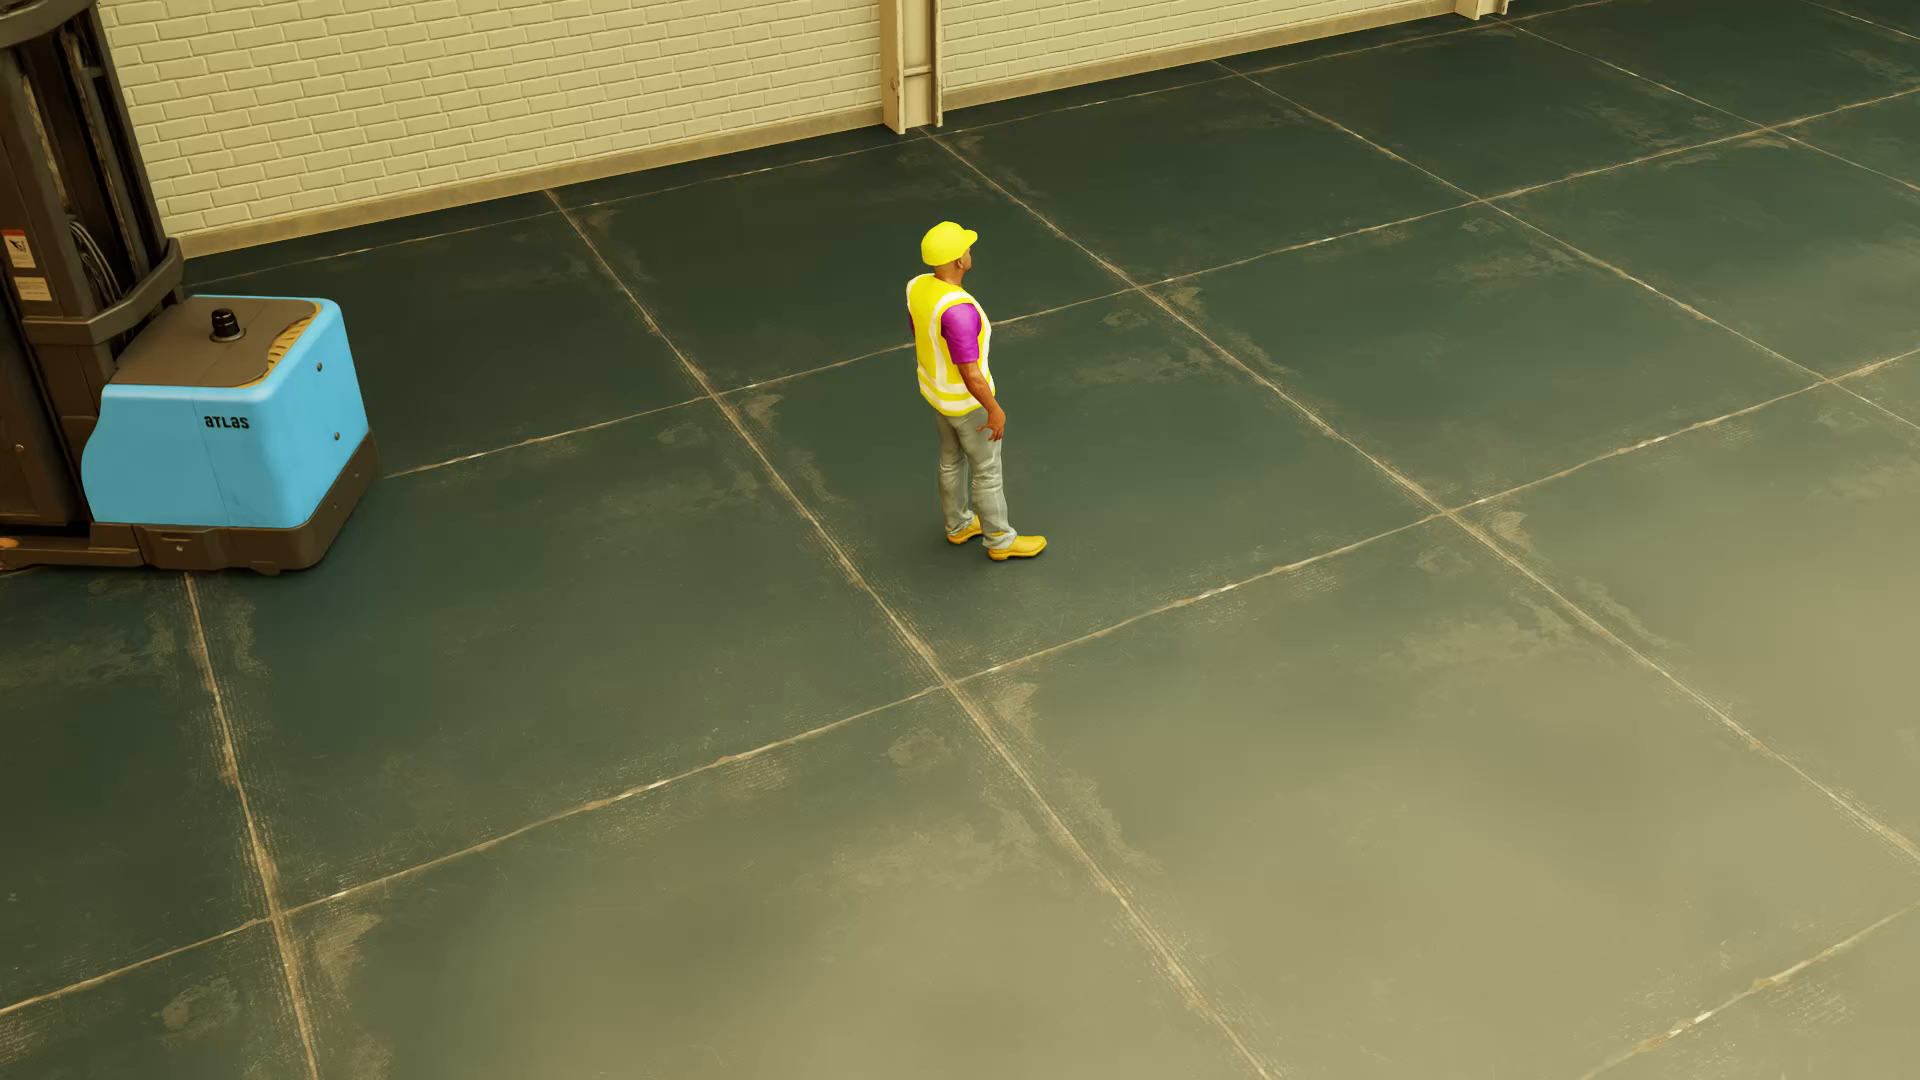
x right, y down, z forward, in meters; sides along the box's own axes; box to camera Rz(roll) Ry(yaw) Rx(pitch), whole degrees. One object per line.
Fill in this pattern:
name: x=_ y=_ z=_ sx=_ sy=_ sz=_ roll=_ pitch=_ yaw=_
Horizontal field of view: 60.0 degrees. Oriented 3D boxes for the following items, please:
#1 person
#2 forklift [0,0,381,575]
person: x=0.064 y=-0.744 z=8.172 sx=0.575 sy=1.768 sz=0.666 roll=-17 pitch=39 yaw=-23
forklift: x=-4.712 y=-1.343 z=8.024 sx=3.031 sy=2.935 sz=1.130 roll=2 pitch=35 yaw=3
